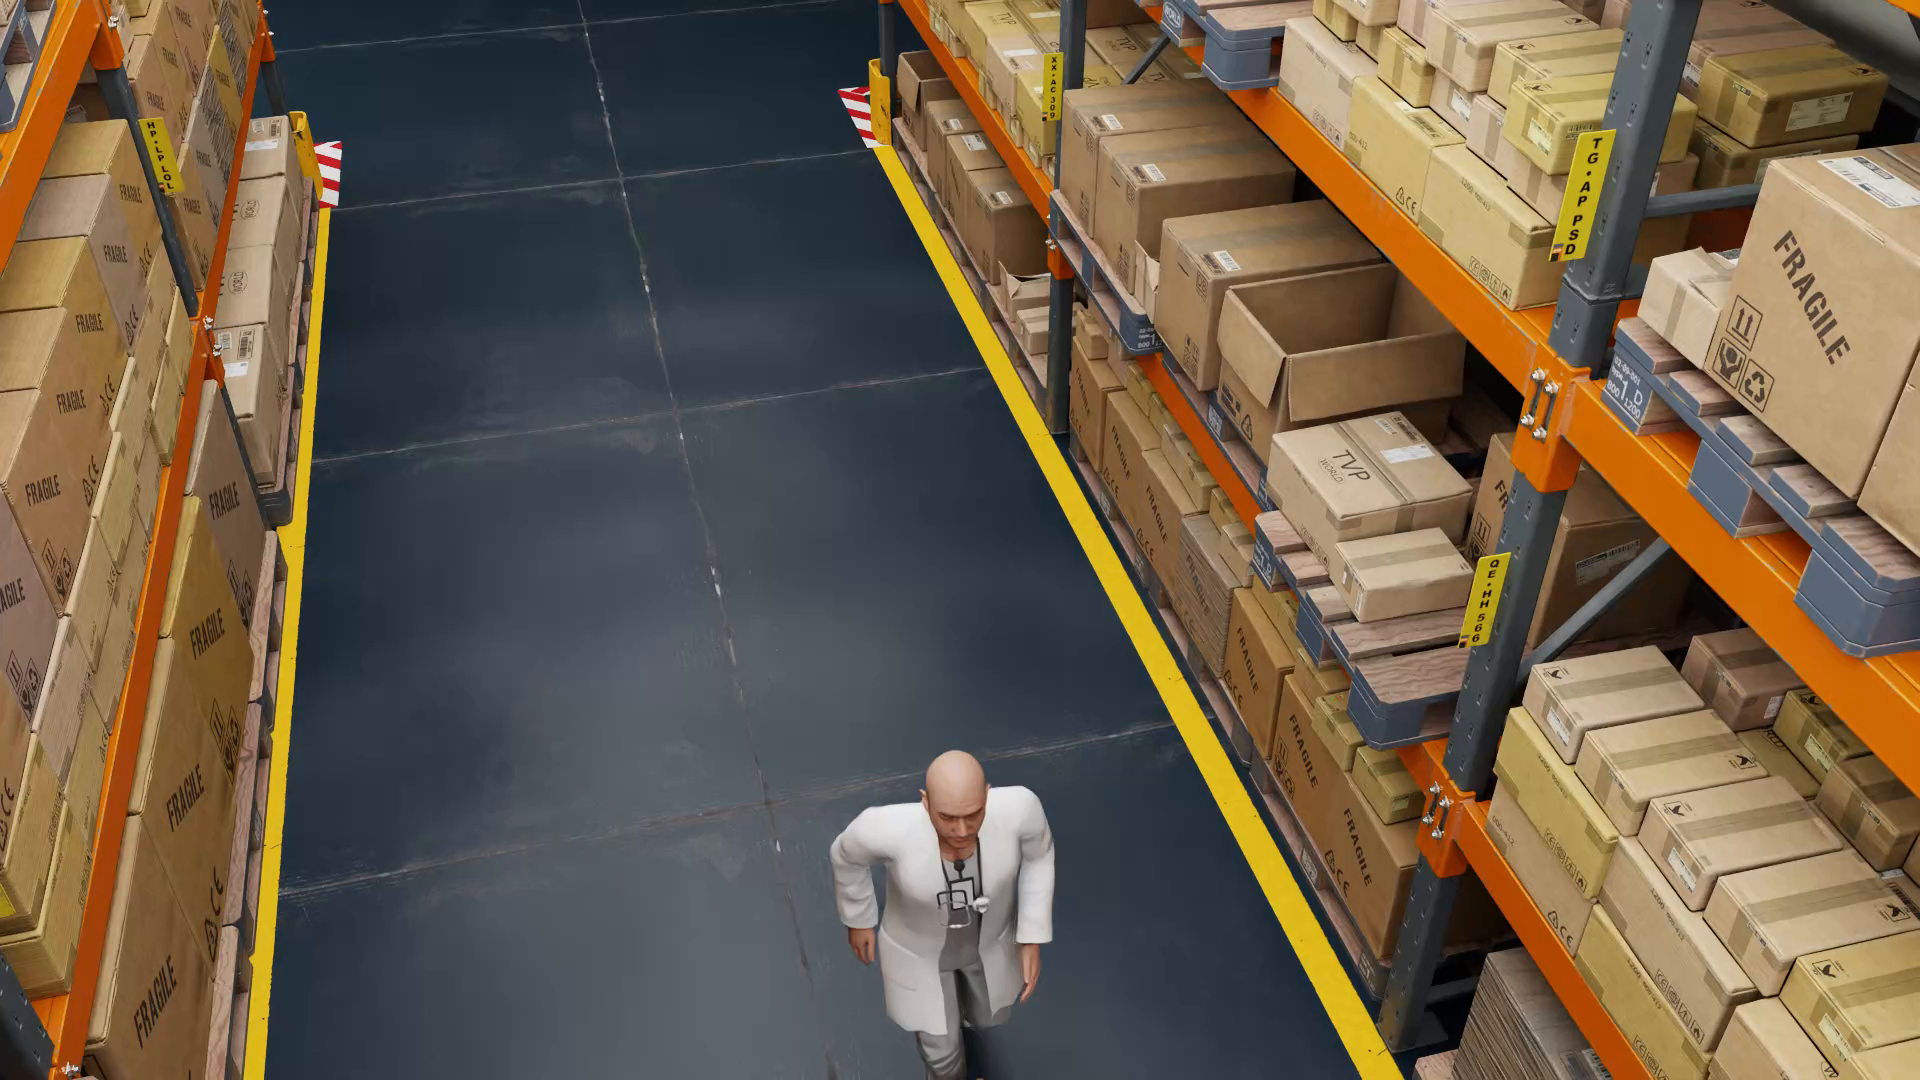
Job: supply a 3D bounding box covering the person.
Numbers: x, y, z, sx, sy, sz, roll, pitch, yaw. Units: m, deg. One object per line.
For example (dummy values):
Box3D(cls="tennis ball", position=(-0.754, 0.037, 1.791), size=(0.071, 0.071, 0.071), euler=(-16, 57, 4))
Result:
Box3D(cls="person", position=(-0.066, 1.168, 5.237), size=(0.666, 1.746, 0.772), euler=(-11, 39, -13))
